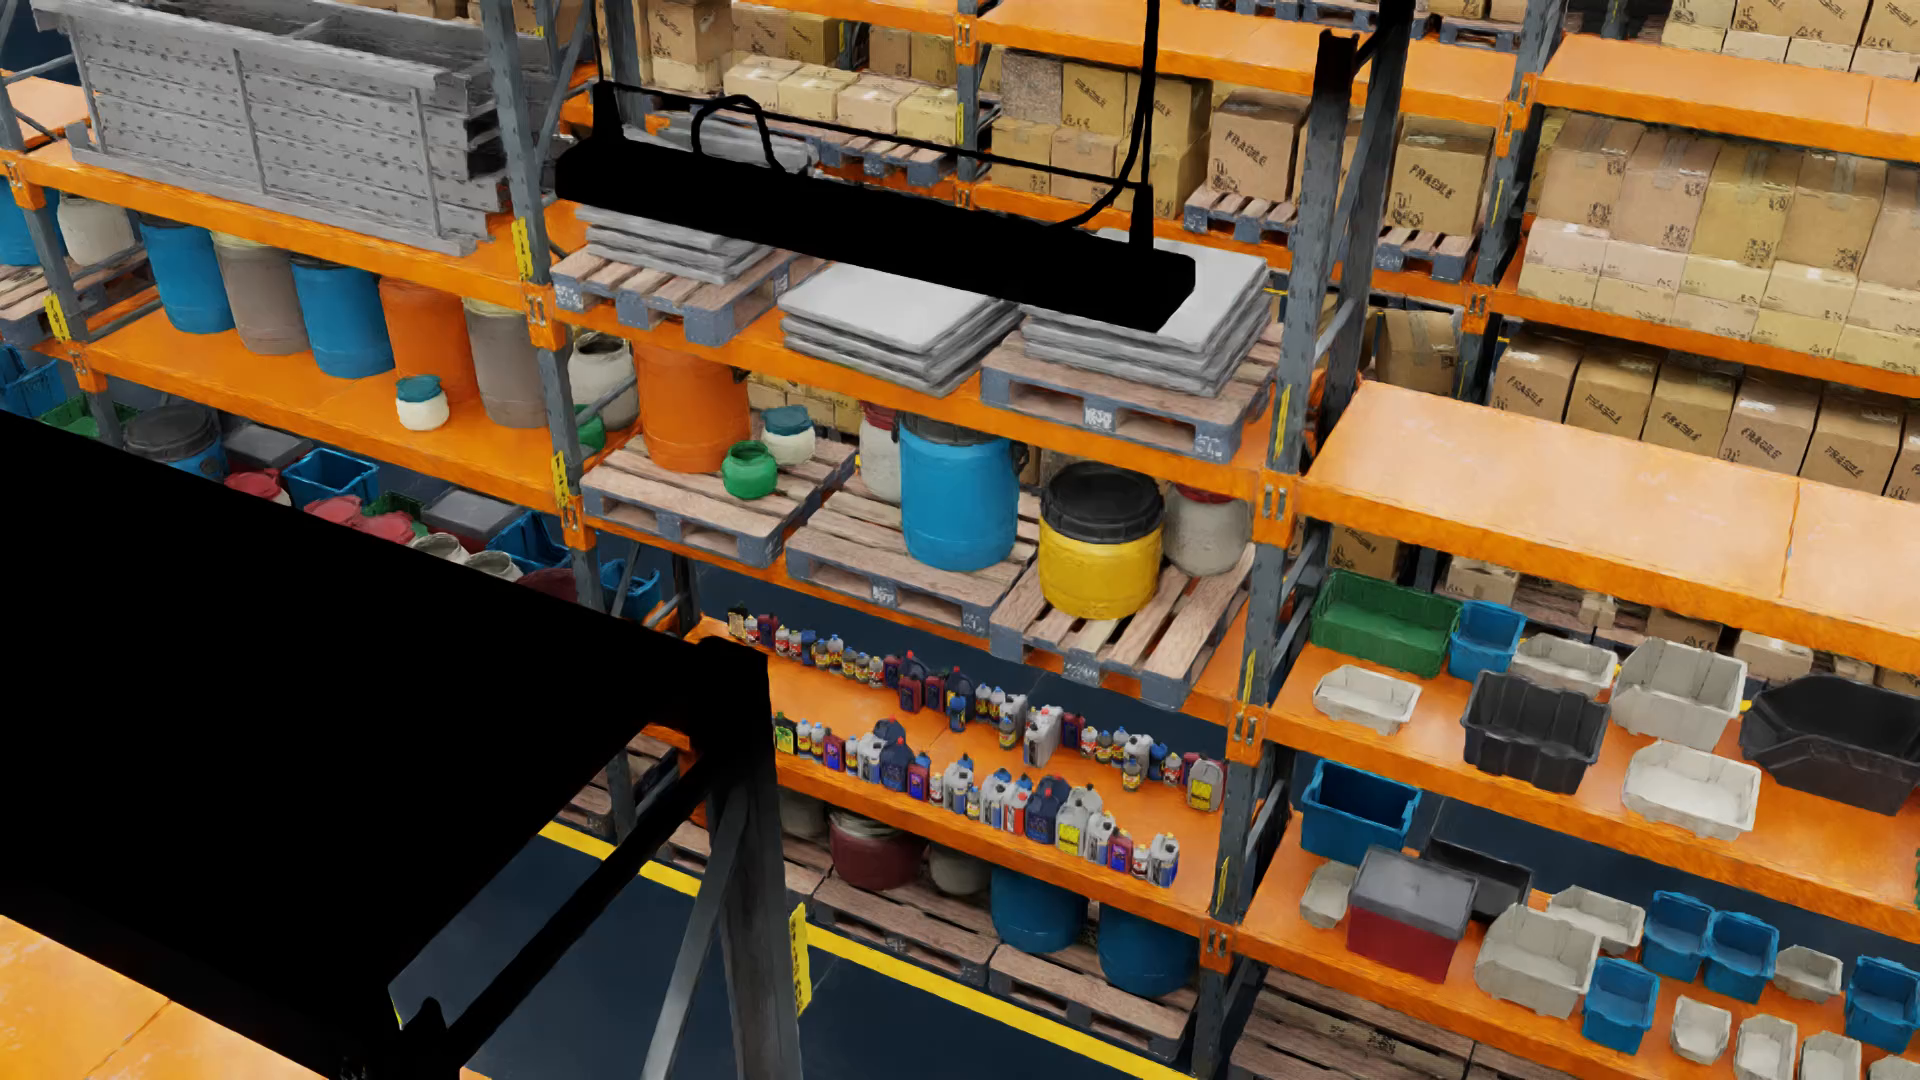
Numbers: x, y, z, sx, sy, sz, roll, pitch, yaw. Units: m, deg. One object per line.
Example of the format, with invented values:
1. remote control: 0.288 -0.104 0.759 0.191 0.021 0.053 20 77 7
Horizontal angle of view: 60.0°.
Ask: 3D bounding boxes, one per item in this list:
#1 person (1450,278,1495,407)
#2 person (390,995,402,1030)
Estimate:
1. person: 4.579 -1.921 15.104 1.111 1.725 0.600 15 38 21
2. person: -2.910 2.700 8.466 0.585 1.763 0.682 -25 42 -31
